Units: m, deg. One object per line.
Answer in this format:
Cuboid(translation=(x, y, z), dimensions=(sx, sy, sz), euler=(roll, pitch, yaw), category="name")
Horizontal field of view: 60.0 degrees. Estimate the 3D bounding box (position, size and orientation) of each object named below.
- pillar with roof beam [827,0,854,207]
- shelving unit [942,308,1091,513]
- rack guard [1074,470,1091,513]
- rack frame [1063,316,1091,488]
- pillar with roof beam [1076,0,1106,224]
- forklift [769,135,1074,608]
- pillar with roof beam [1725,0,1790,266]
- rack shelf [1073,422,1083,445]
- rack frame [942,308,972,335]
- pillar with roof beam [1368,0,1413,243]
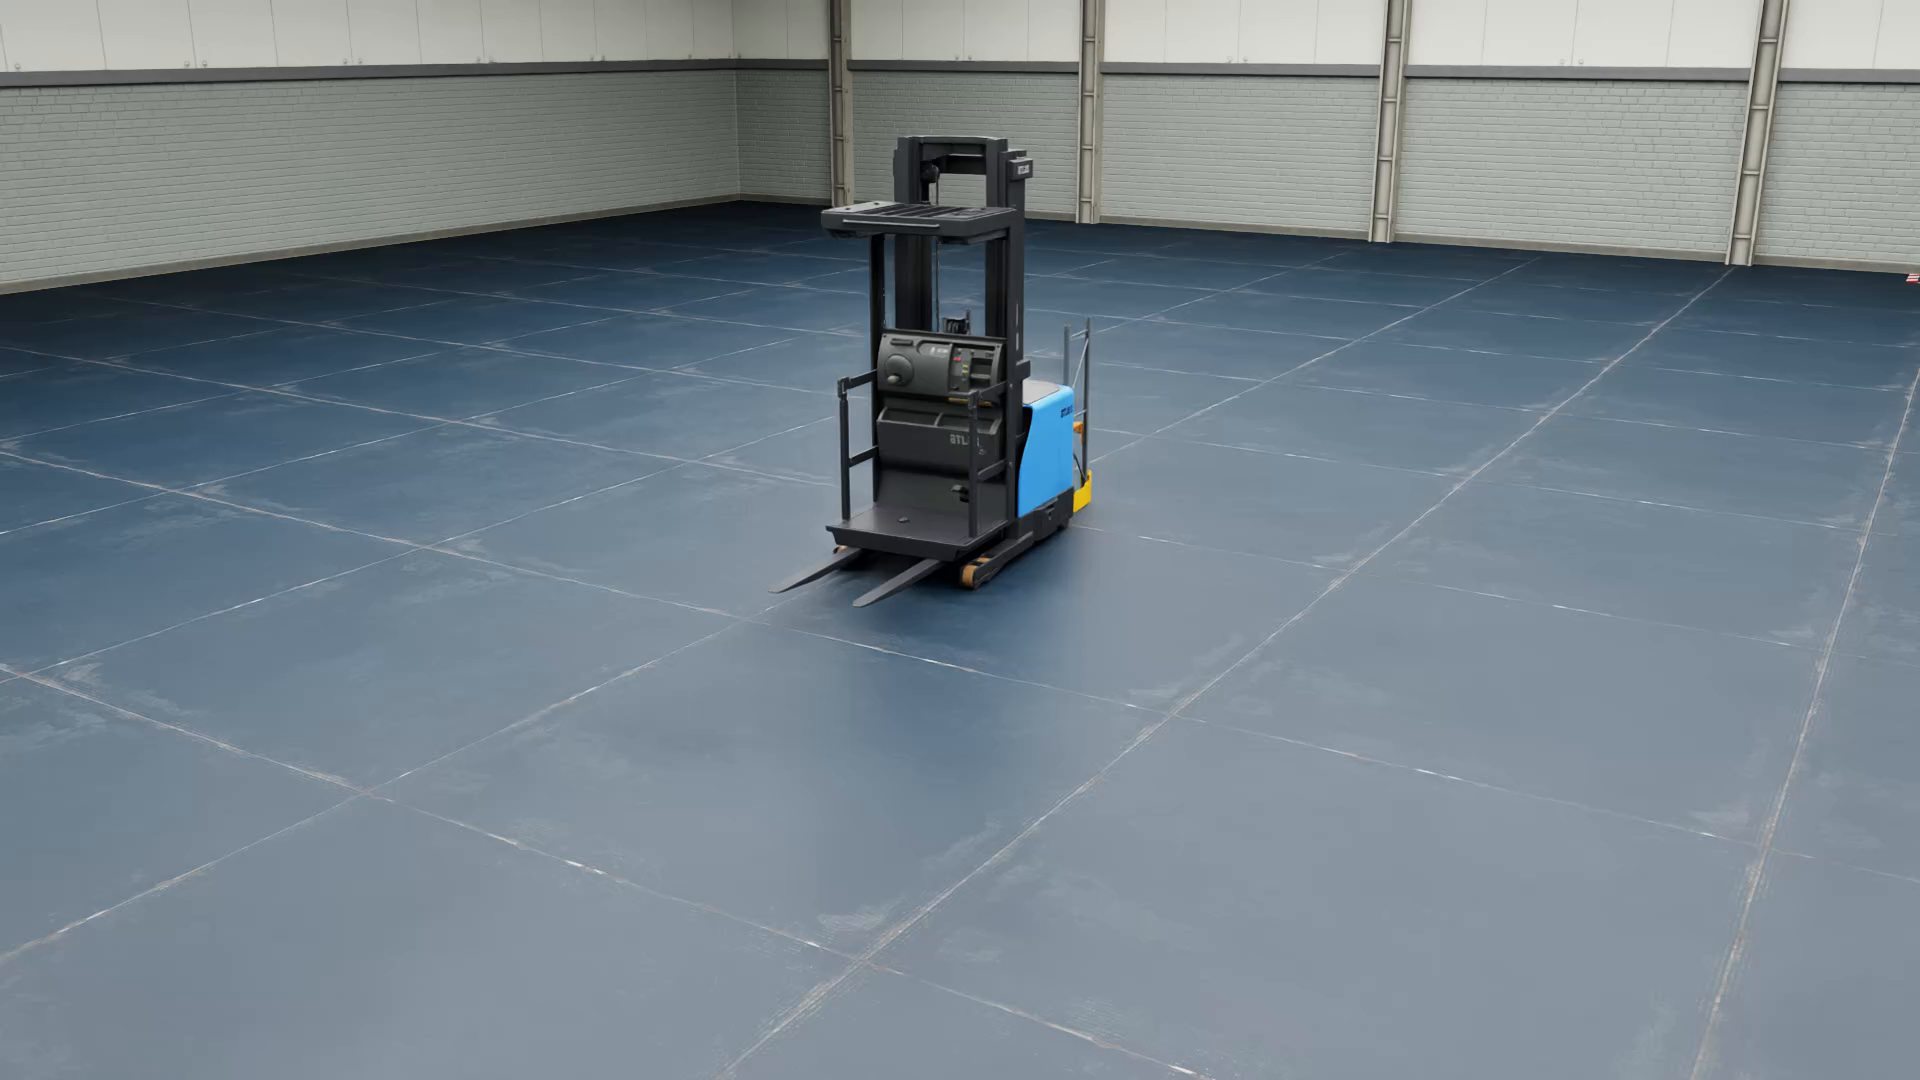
Cuboid(translation=(-4.804, -10.505, 31.481), dimensions=(0.400, 9.000, 9.100), euler=(10, 20, 30), category="pillar with roof beam")
Cuboid(translation=(0.450, -1.021, 13.160), dimensions=(1.083, 1.500, 0.587), euler=(8, 18, 24), category="shelving unit")
Cuboid(translation=(0.902, -0.362, 13.142), dimensions=(0.087, 0.250, 0.587), euler=(8, 18, 24), category="rack guard")
Cuboid(translation=(0.903, -0.960, 12.961), dimensions=(0.032, 1.500, 0.500), euler=(8, 18, 24), category="rack frame")
Cuboid(translation=(0.309, -9.592, 28.477), dimensions=(0.400, 9.000, 9.100), euler=(10, 20, 30), category="pillar with roof beam")
Cuboid(translation=(-0.237, -1.213, 11.333), dimensions=(1.130, 2.935, 3.031), euler=(8, 19, 25), category="forklift")
Cuboid(translation=(10.534, -7.767, 22.468), dimensions=(0.400, 9.000, 9.100), euler=(10, 20, 30), category="pillar with roof beam")
Cuboid(translation=(0.441, -0.850, 13.216), dimensions=(1.000, 0.185, 0.538), euler=(8, 18, 24), category="rack shelf")
Cuboid(translation=(-0.021, -1.084, 13.367), dimensions=(0.032, 1.500, 0.500), euler=(8, 18, 24), category="rack frame")
Cuboid(translation=(5.422, -8.679, 25.472), dimensions=(0.400, 9.000, 9.100), euler=(10, 20, 30), category="pillar with roof beam")
